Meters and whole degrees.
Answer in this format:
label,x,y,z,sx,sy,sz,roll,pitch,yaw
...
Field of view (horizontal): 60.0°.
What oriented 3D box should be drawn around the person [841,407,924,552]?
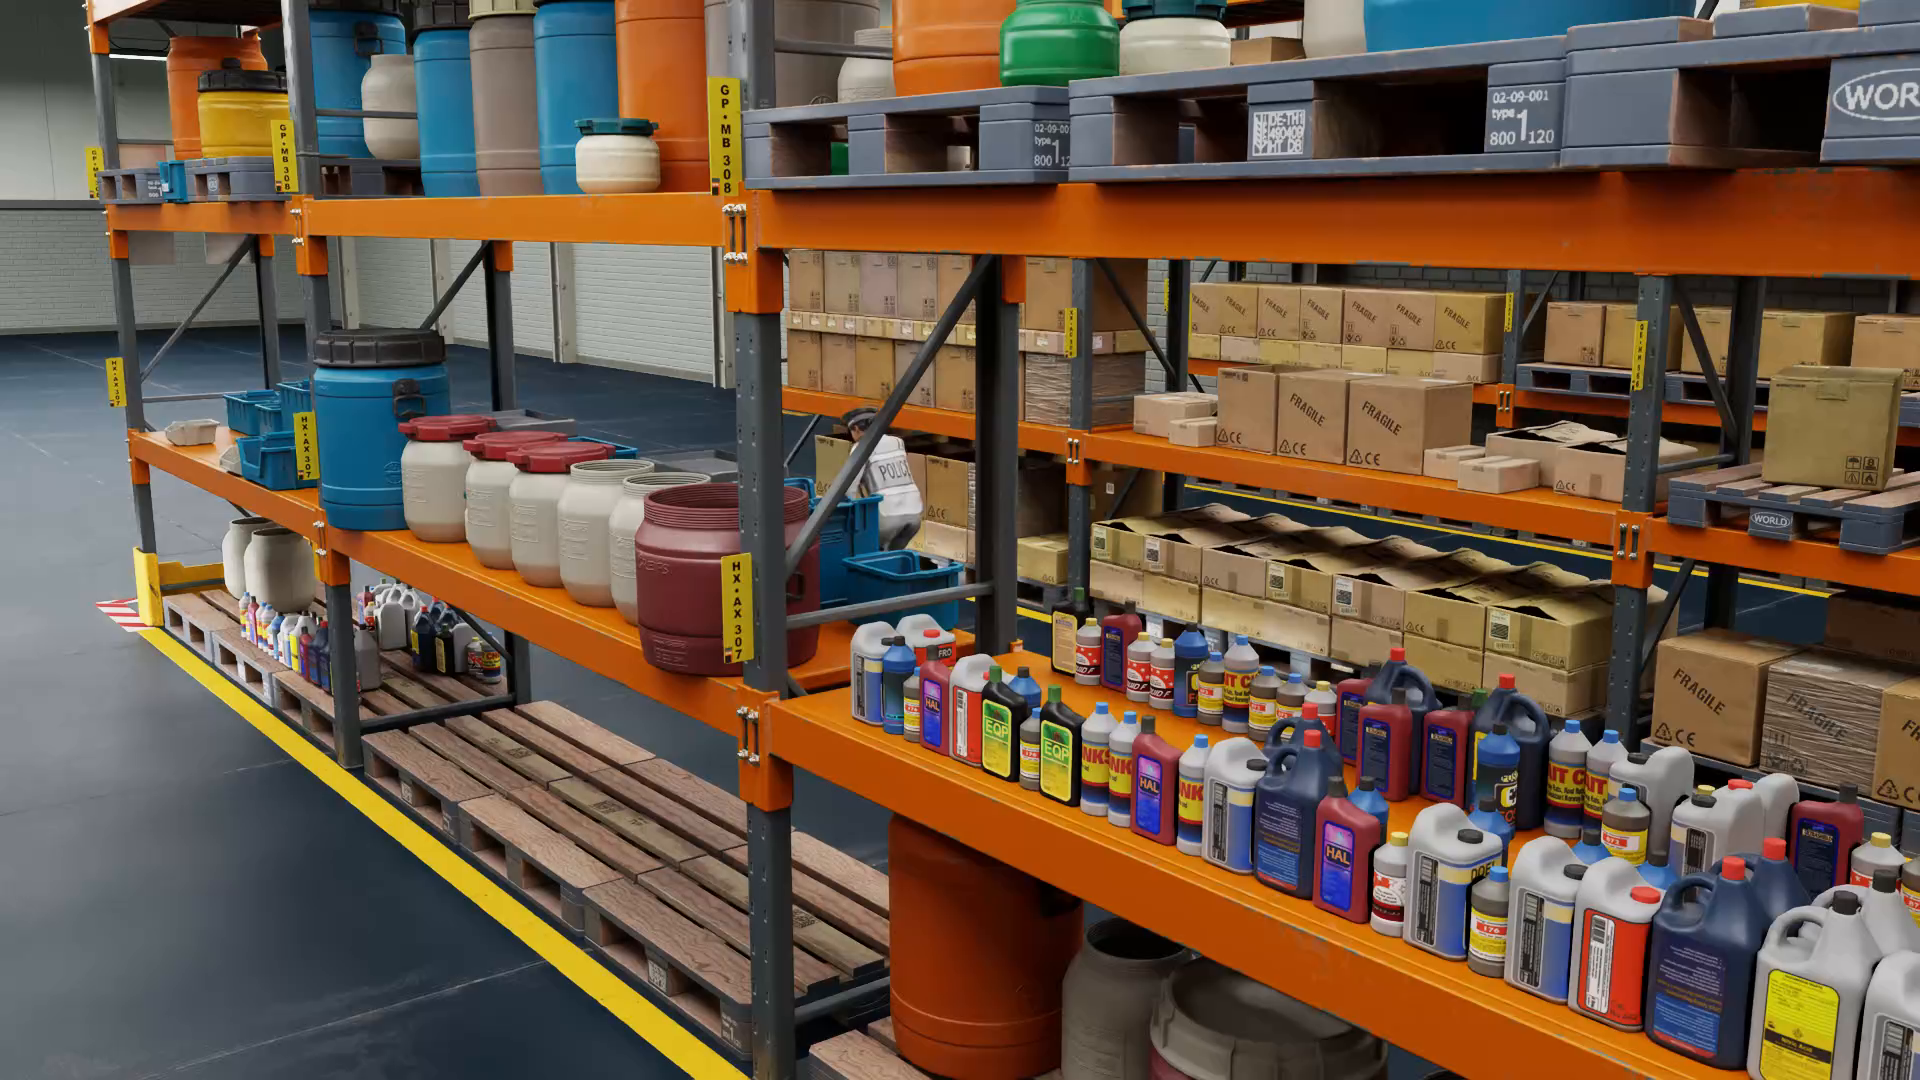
label,x,y,z,sx,sy,sz,roll,pitch,yaw
person,-0.554,-0.158,11.258,0.531,1.479,0.634,-9,14,-37
